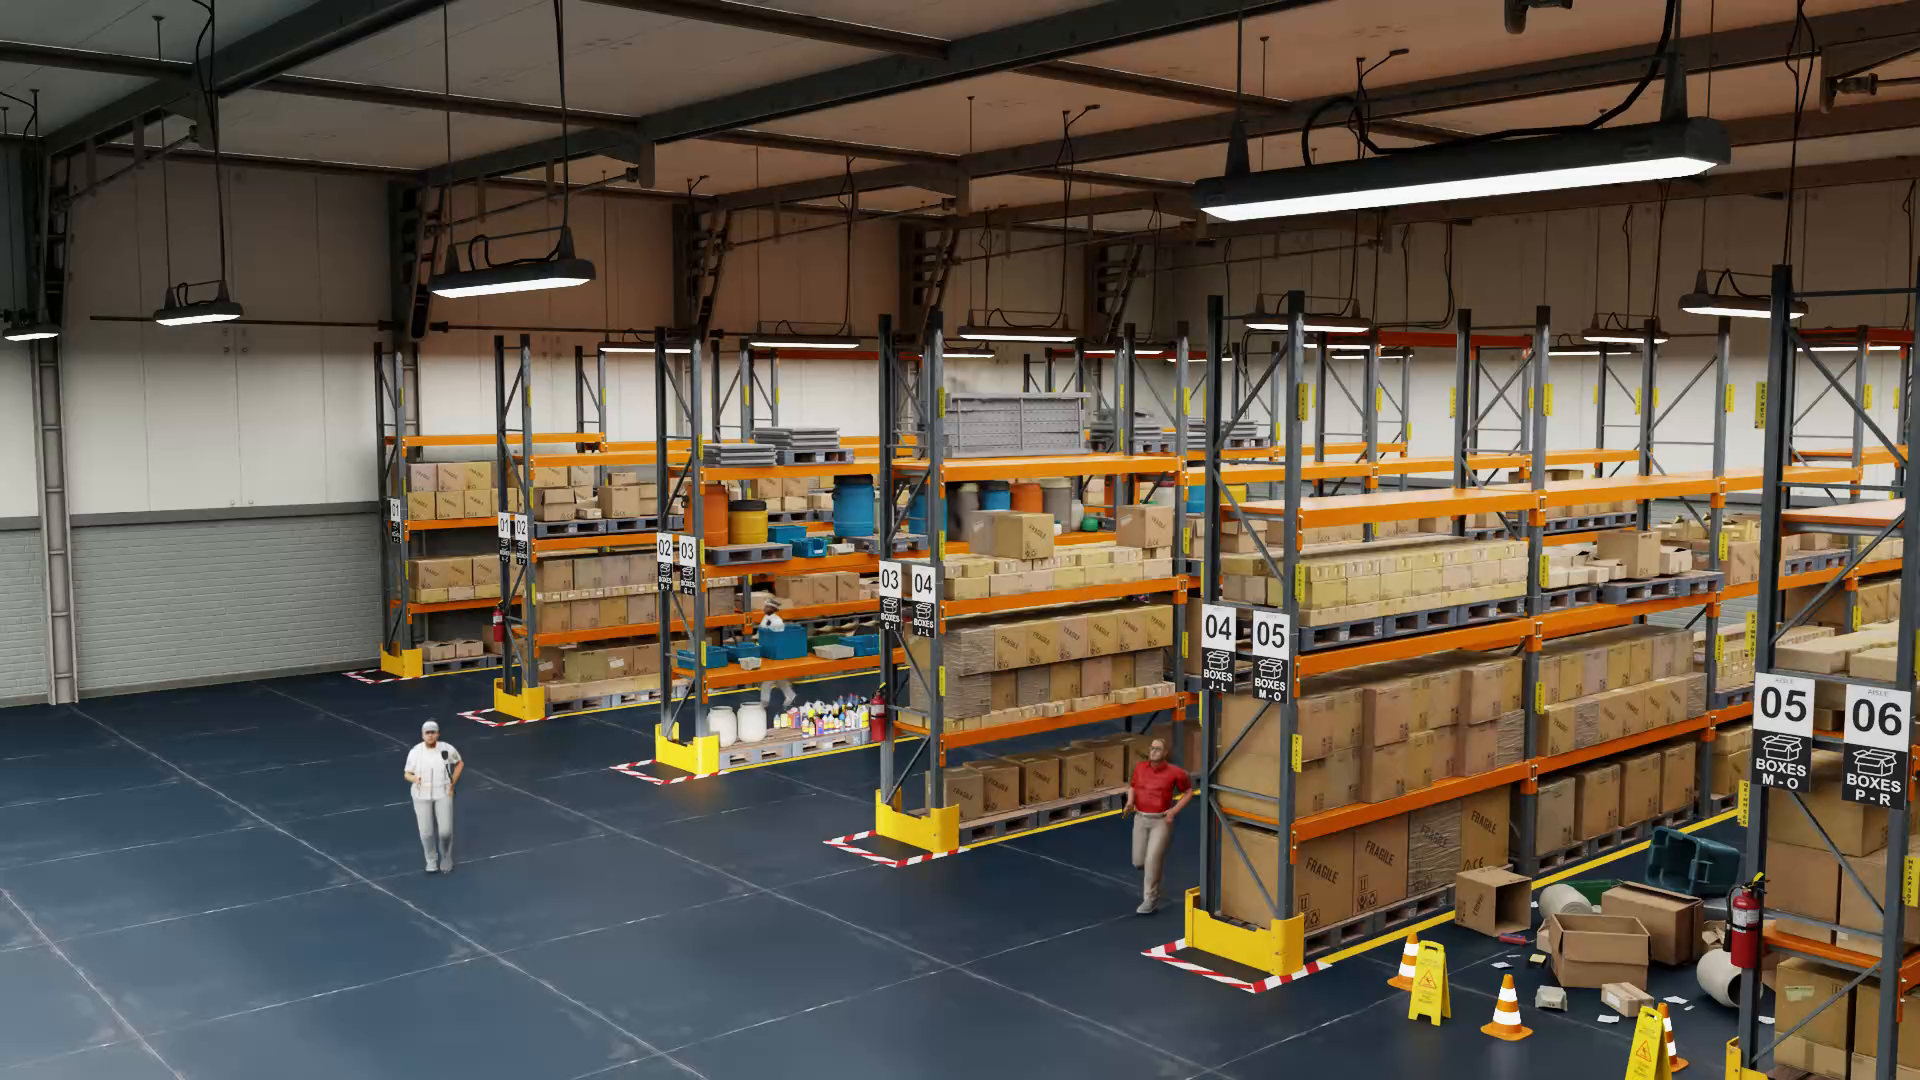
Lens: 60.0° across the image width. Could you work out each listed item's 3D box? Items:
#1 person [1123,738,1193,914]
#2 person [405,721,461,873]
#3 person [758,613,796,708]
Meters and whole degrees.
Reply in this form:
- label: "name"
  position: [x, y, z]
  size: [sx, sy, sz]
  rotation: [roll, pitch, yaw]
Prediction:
- label: "person"
  position: [1.951, 2.815, 16.577]
  size: [0.662, 1.677, 0.795]
  rotation: [3, 6, 31]
- label: "person"
  position: [-5.606, 2.738, 17.706]
  size: [0.567, 1.647, 0.427]
  rotation: [-1, 5, -15]
- label: "person"
  position: [-2.869, 1.845, 25.439]
  size: [0.729, 1.475, 0.546]
  rotation: [-4, 7, -38]
